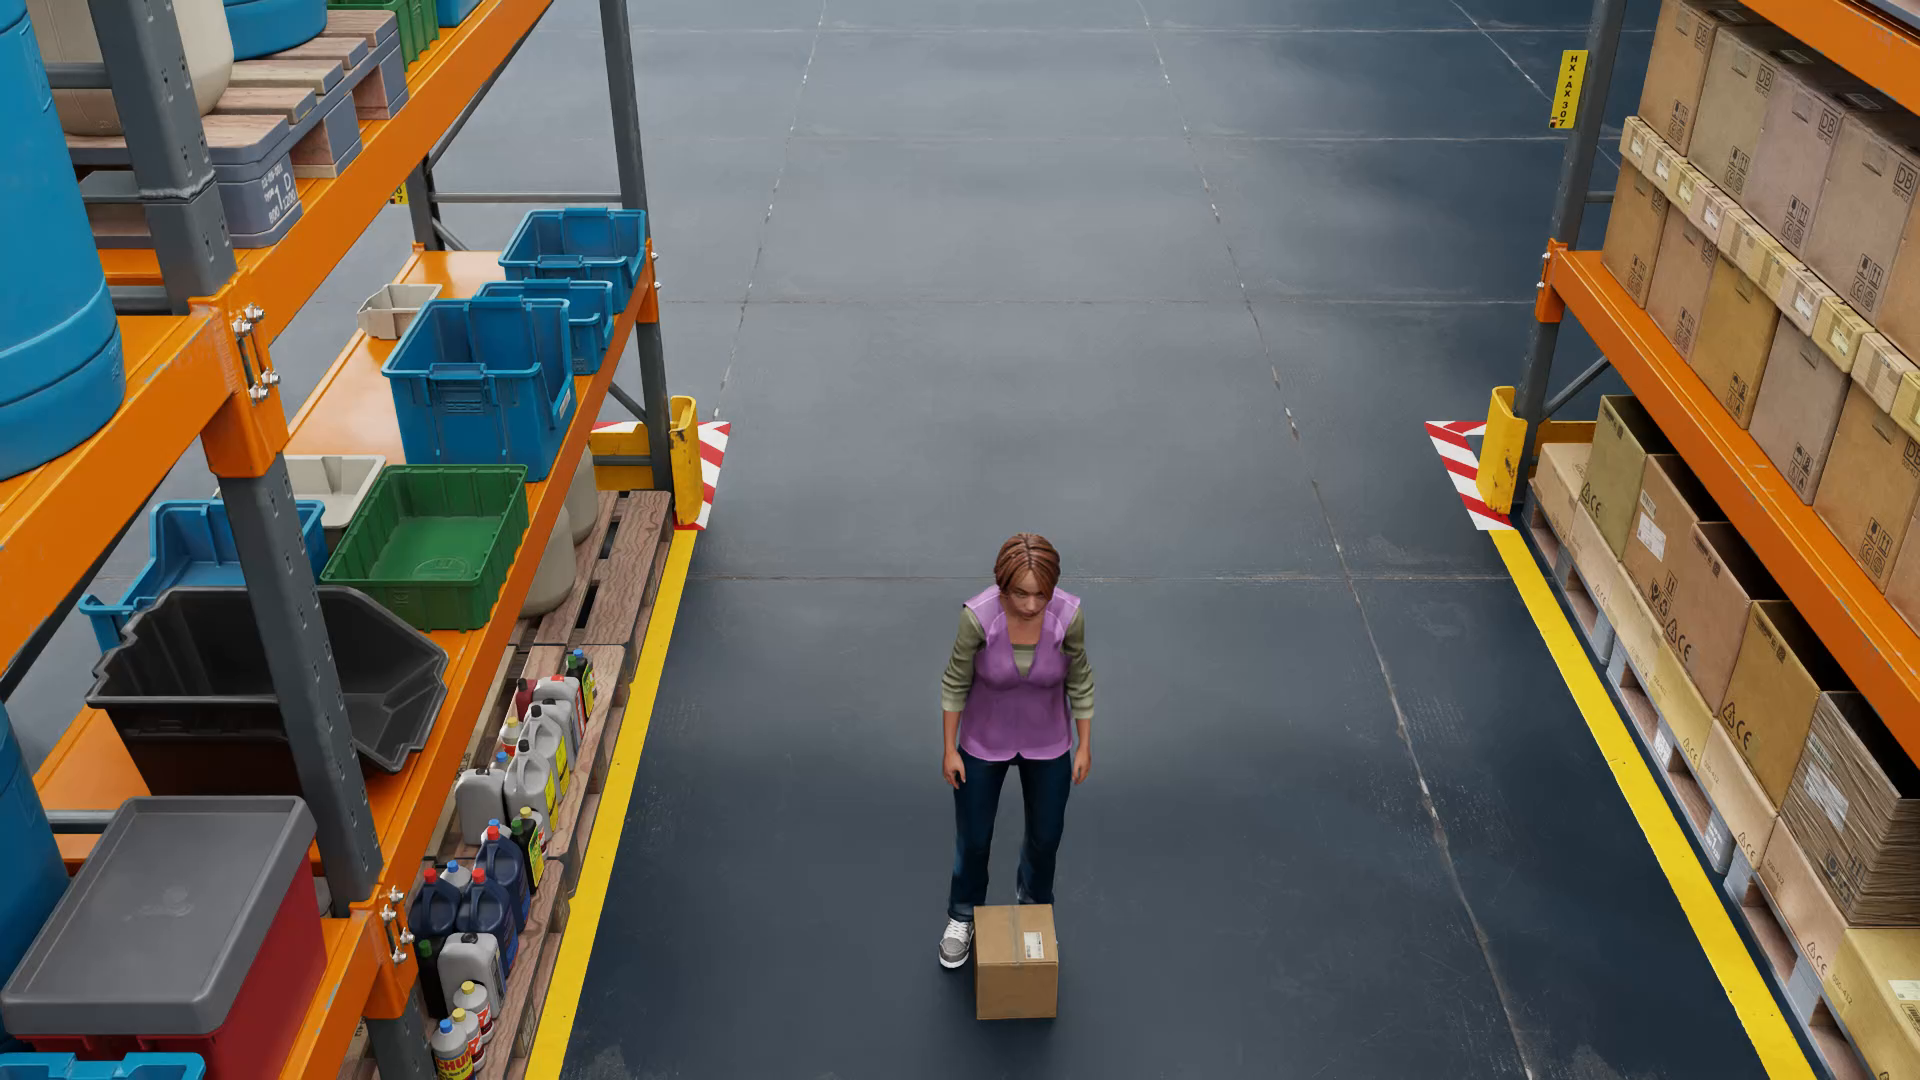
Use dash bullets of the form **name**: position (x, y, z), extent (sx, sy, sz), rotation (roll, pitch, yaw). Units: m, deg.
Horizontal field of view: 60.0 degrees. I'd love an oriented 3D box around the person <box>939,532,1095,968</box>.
- **person**: position (0.168, 0.641, 5.117), extent (0.484, 1.594, 0.340), rotation (-2, 32, -3)
